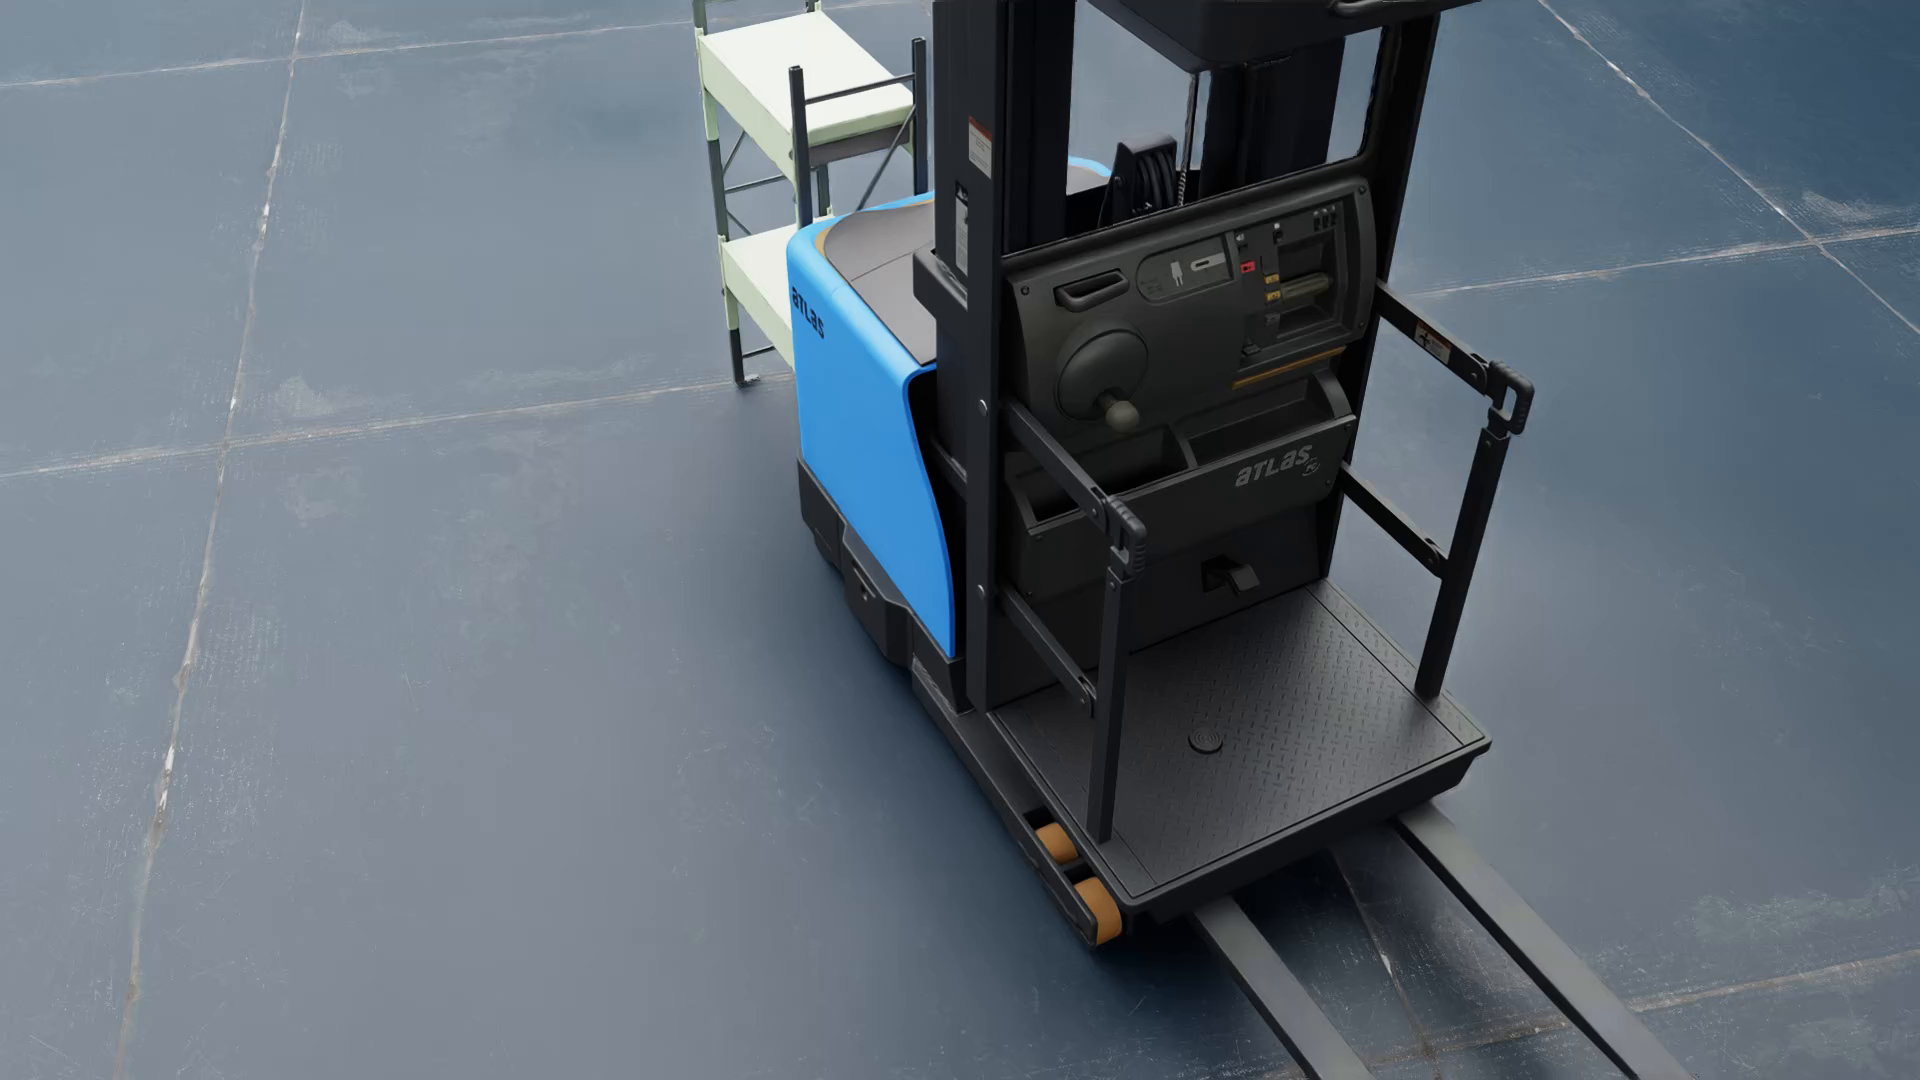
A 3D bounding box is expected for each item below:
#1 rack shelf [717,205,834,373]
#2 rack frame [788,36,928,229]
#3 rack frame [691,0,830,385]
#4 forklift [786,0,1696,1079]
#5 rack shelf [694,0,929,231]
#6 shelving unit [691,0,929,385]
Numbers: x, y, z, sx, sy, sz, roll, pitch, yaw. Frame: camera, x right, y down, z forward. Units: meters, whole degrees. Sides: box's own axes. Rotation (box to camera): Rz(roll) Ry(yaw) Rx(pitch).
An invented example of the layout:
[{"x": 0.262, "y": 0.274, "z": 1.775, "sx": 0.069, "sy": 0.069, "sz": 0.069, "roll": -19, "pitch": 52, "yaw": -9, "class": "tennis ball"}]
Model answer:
[{"x": -0.446, "y": -0.717, "z": 5.419, "sx": 0.431, "sy": 0.370, "sz": 0.720, "roll": -19, "pitch": 45, "yaw": -21, "class": "rack shelf"}, {"x": -0.274, "y": -0.746, "z": 4.961, "sx": 0.400, "sy": 1.500, "sz": 0.023, "roll": -19, "pitch": 45, "yaw": -21, "class": "rack frame"}, {"x": -0.619, "y": -1.175, "z": 5.444, "sx": 0.400, "sy": 1.500, "sz": 0.023, "roll": -19, "pitch": 45, "yaw": -21, "class": "rack frame"}, {"x": 0.637, "y": -0.441, "z": 3.539, "sx": 1.130, "sy": 2.935, "sz": 3.031, "roll": -19, "pitch": 45, "yaw": -21, "class": "forklift"}, {"x": -0.446, "y": -1.253, "z": 4.944, "sx": 0.431, "sy": 0.370, "sz": 0.720, "roll": -19, "pitch": 45, "yaw": -21, "class": "rack shelf"}, {"x": -0.446, "y": -0.961, "z": 5.203, "sx": 0.431, "sy": 1.500, "sz": 0.755, "roll": -19, "pitch": 45, "yaw": -21, "class": "shelving unit"}]
